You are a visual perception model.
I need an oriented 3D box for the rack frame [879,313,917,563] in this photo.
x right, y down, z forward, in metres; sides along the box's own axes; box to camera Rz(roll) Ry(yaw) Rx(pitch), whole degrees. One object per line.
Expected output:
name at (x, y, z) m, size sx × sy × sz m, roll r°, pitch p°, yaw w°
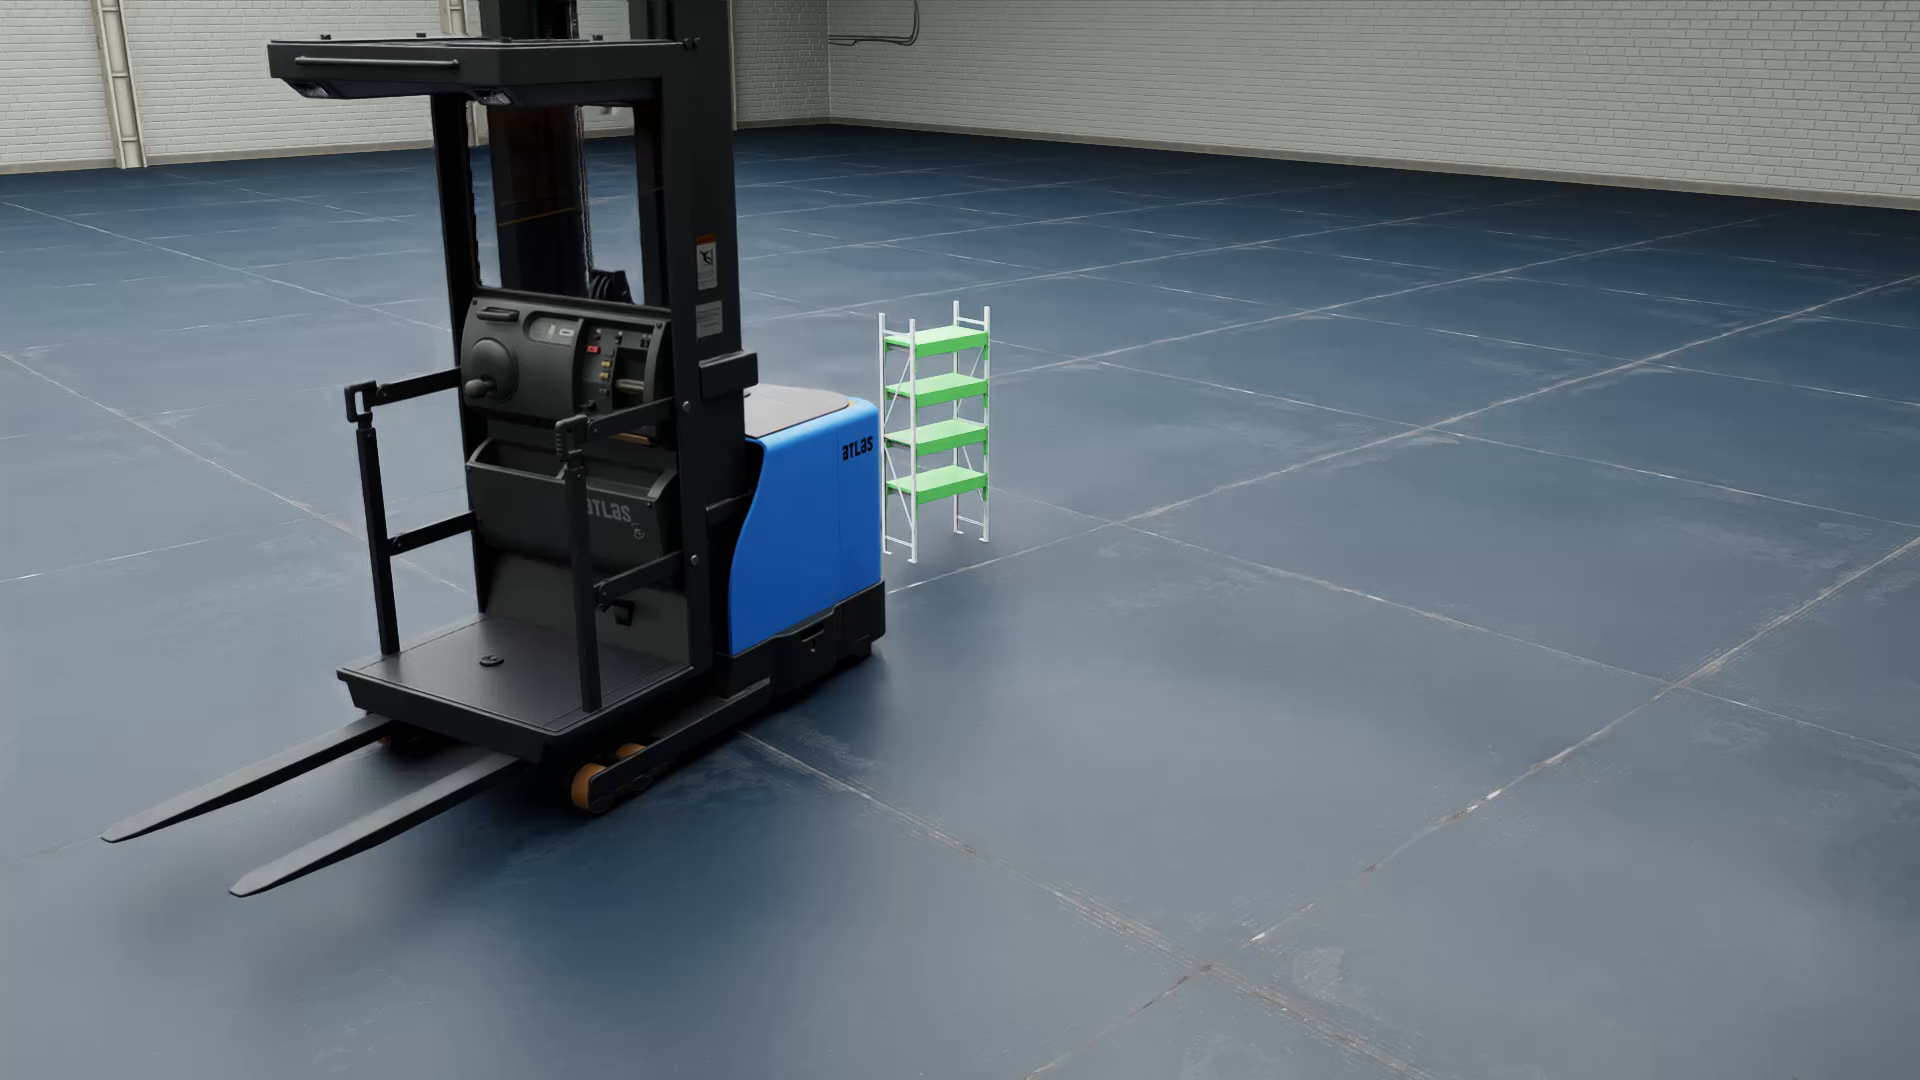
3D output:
rack frame at (-0.298, -0.484, 8.032) m, size 0.015 × 1.200 × 0.240 m, roll -16°, pitch 24°, yaw -41°

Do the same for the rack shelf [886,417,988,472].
rack shelf at (-0.120, -0.475, 8.211) m, size 0.480 × 0.148 × 0.258 m, roll -16°, pitch 24°, yaw -41°

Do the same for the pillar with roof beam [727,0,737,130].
pillar with roof beam at (-2.033, -12.032, 31.005) m, size 0.400 × 9.000 × 9.100 m, roll -16°, pitch 24°, yaw -41°

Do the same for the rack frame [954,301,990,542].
rack frame at (0.057, -0.587, 8.351) m, size 0.015 × 1.200 × 0.240 m, roll -16°, pitch 24°, yaw -41°

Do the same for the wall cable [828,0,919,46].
wall cable at (-1.942, -11.848, 35.471) m, size 0.112 × 2.526 × 3.097 m, roll -16°, pitch 24°, yaw -41°

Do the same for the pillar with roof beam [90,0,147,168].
pillar with roof beam at (-10.752, -9.489, 23.162) m, size 0.400 × 9.000 × 9.100 m, roll -16°, pitch 24°, yaw -41°

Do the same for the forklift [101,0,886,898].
forklift at (-1.514, -0.632, 5.683) m, size 1.130 × 2.935 × 3.031 m, roll 11°, pitch 21°, yaw 30°

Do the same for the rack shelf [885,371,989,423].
rack shelf at (-0.120, -0.703, 8.137) m, size 0.480 × 0.148 × 0.258 m, roll -16°, pitch 24°, yaw -41°

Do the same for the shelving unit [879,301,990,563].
shelving unit at (-0.120, -0.536, 8.191) m, size 0.503 × 1.200 × 0.258 m, roll -16°, pitch 24°, yaw -41°

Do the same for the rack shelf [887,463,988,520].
rack shelf at (-0.120, -0.247, 8.285) m, size 0.480 × 0.148 × 0.258 m, roll -16°, pitch 24°, yaw -41°

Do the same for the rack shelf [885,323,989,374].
rack shelf at (-0.120, -0.932, 8.063) m, size 0.480 × 0.148 × 0.258 m, roll -16°, pitch 24°, yaw -41°

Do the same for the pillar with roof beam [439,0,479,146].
pillar with roof beam at (-6.393, -10.761, 27.083) m, size 0.400 × 9.000 × 9.100 m, roll -16°, pitch 24°, yaw -41°
